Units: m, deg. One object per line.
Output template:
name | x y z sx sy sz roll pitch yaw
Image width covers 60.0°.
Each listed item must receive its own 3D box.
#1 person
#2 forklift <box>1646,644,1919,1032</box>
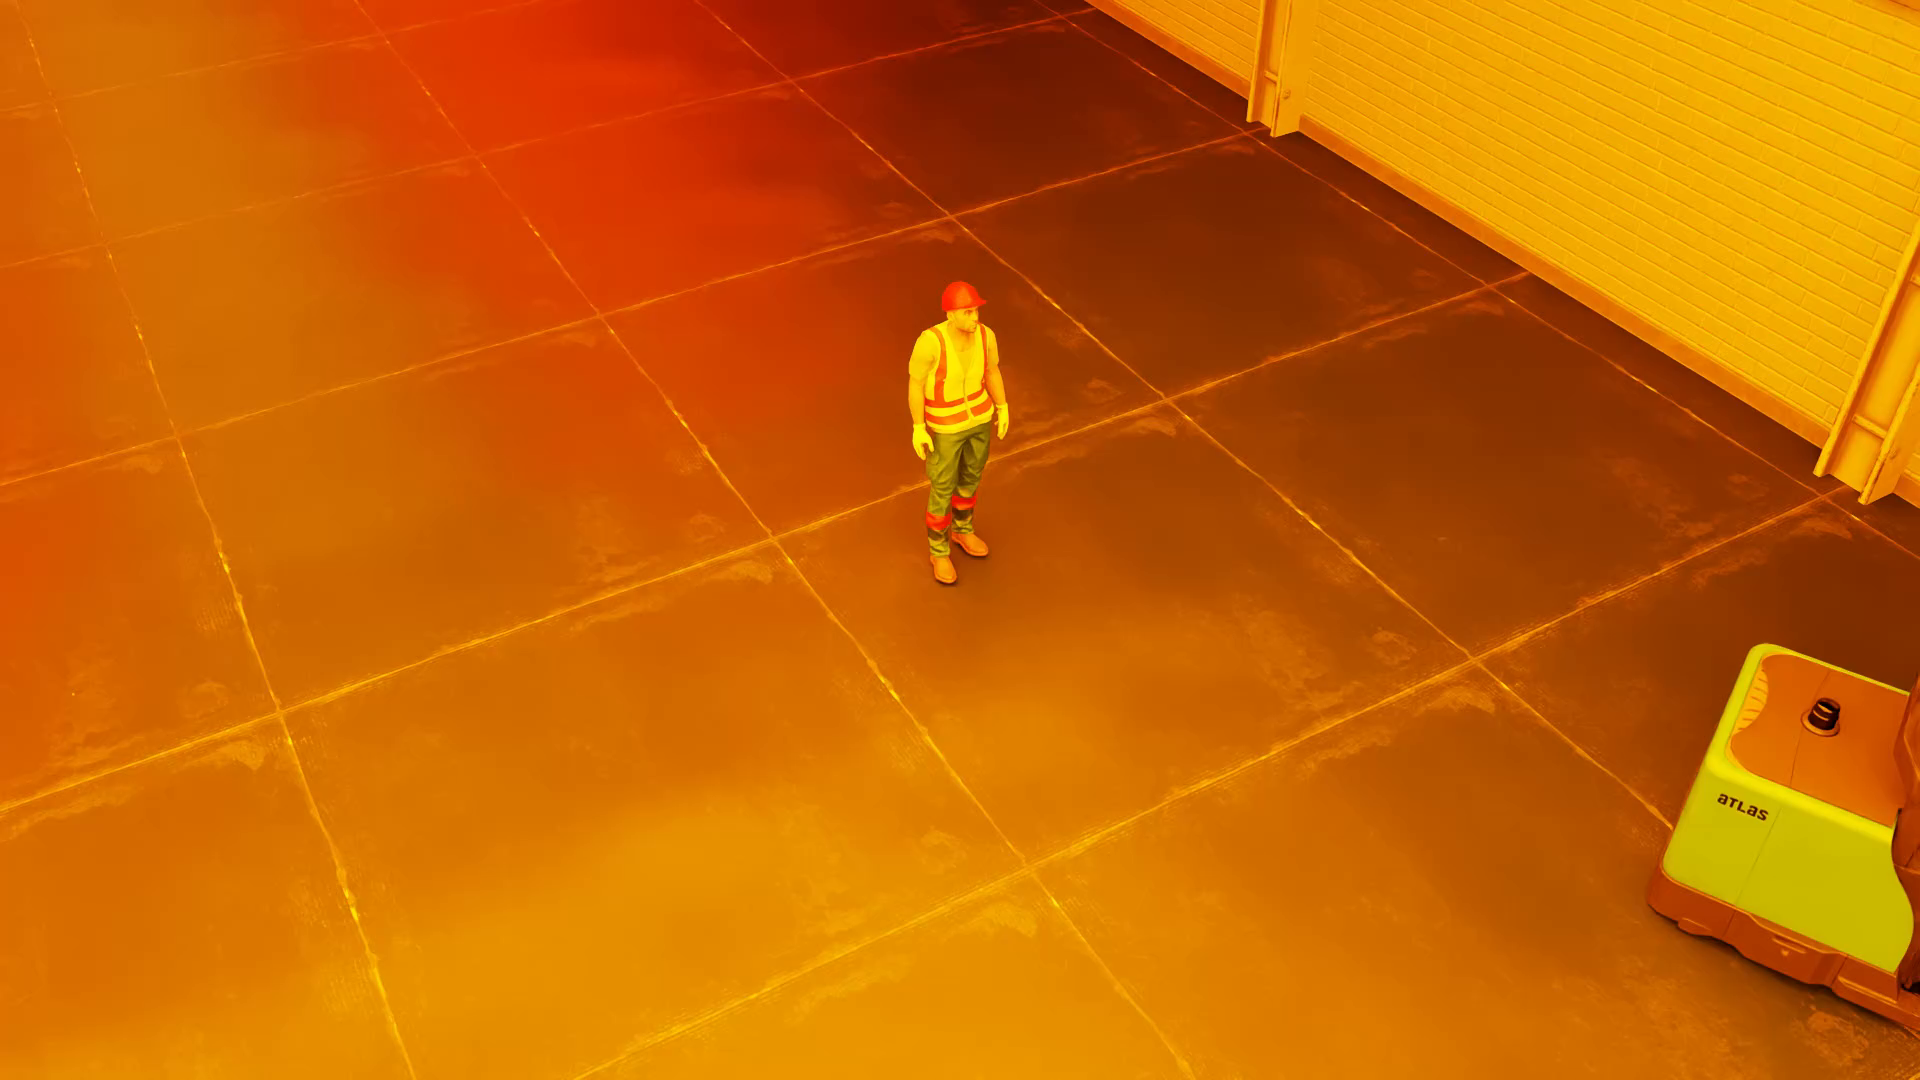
person | 0.029 -0.646 9.698 0.637 1.787 0.564 -20 44 -23
forklift | 4.864 0.948 6.893 3.031 2.935 1.130 23 45 25
